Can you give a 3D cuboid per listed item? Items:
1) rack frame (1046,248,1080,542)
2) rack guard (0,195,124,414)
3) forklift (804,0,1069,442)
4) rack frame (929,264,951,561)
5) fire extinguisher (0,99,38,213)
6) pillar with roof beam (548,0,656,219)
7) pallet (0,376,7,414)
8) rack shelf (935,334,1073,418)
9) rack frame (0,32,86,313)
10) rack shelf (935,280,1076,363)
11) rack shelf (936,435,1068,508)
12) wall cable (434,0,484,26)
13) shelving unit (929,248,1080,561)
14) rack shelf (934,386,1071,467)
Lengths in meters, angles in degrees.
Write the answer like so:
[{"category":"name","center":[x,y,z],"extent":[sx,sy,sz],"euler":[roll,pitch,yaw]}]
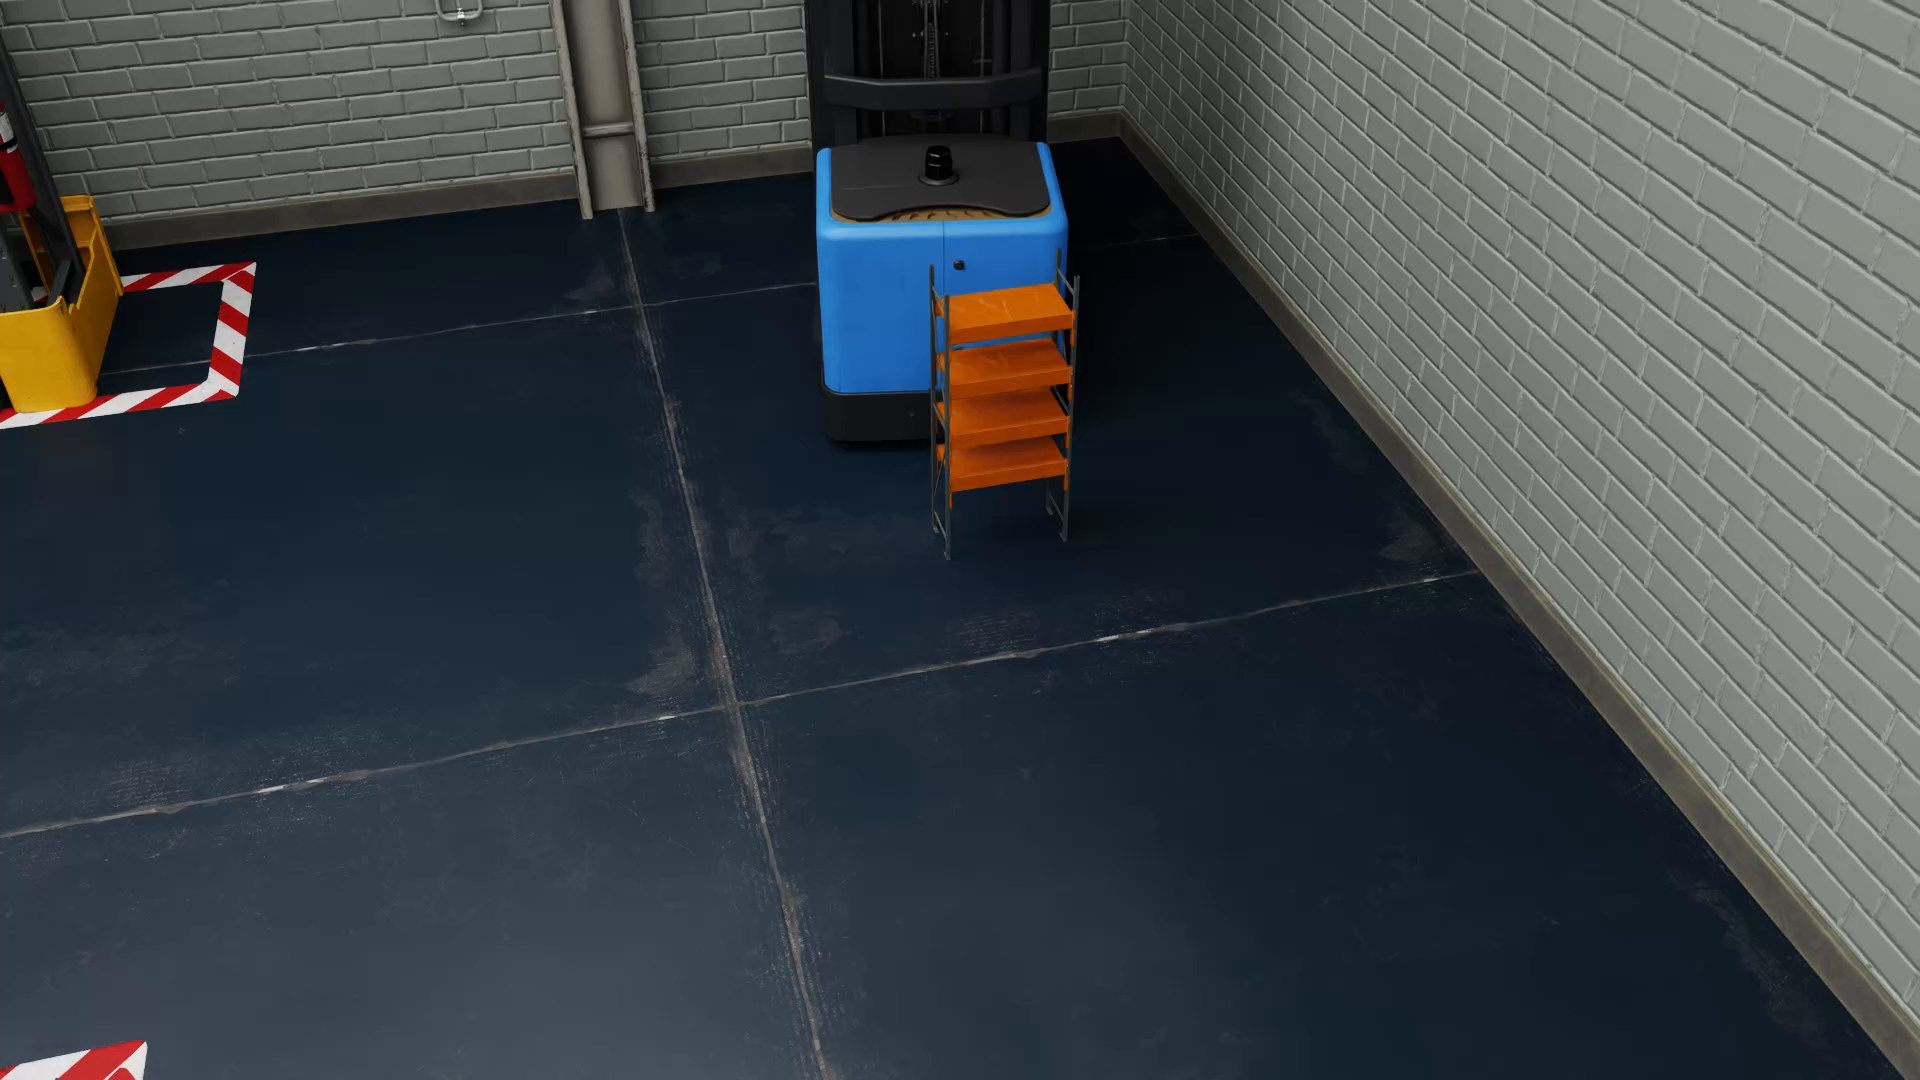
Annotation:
[{"category":"rack frame","center":[0.395,-0.541,6.470],"extent":[0.015,1.200,0.240],"euler":[-9,38,-12]},{"category":"rack guard","center":[-4.253,-1.129,7.815],"extent":[0.348,0.500,1.175],"euler":[-9,38,-12]},{"category":"forklift","center":[-0.160,-2.465,7.560],"extent":[1.130,2.935,3.031],"euler":[-2,37,-3]},{"category":"rack frame","center":[-0.076,-0.464,6.369],"extent":[0.015,1.200,0.240],"euler":[-9,38,-12]},{"category":"fire extinguisher","center":[-4.011,-1.693,6.864],"extent":[0.183,0.674,0.296],"euler":[-9,38,-12]},{"category":"pillar with roof beam","center":[-0.773,-2.911,3.149],"extent":[0.400,9.000,9.100],"euler":[-9,38,-12]},{"category":"pallet","center":[-5.028,-0.838,7.672],"extent":[1.213,0.211,1.003],"euler":[-9,38,-12]},{"category":"rack shelf","center":[0.160,-0.627,6.325],"extent":[0.480,0.148,0.258],"euler":[-9,38,-12]},{"category":"rack frame","center":[-4.277,-2.118,7.050],"extent":[0.127,3.000,1.000],"euler":[-9,38,-12]},{"category":"rack shelf","center":[0.160,-0.815,6.181],"extent":[0.480,0.148,0.258],"euler":[-9,38,-12]},{"category":"rack shelf","center":[0.160,-0.292,6.581],"extent":[0.480,0.148,0.258],"euler":[-9,38,-12]},{"category":"wall cable","center":[-3.287,-3.279,7.732],"extent":[1.851,1.984,0.084],"euler":[-9,38,-12]},{"category":"shelving unit","center":[0.160,-0.503,6.420],"extent":[0.503,1.200,0.258],"euler":[-9,38,-12]},{"category":"rack shelf","center":[0.160,-0.449,6.461],"extent":[0.480,0.148,0.258],"euler":[-9,38,-12]}]
